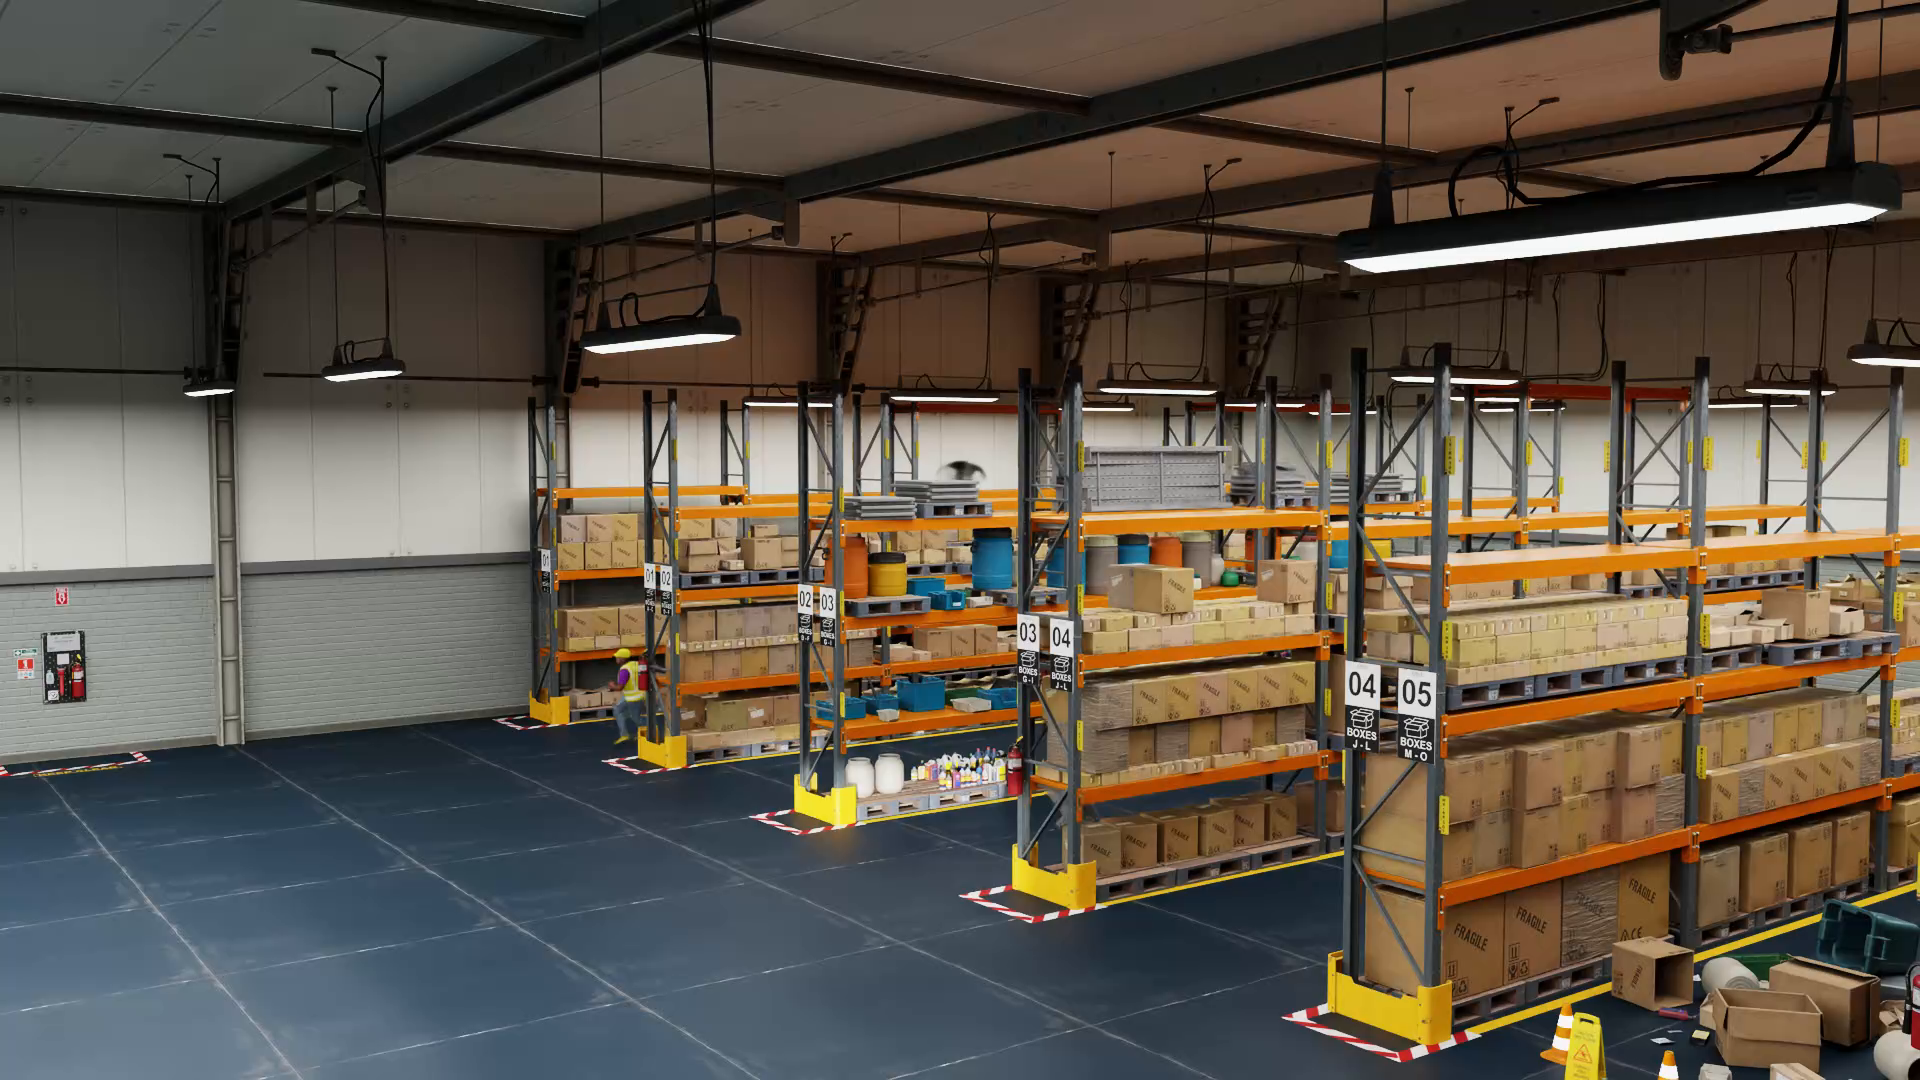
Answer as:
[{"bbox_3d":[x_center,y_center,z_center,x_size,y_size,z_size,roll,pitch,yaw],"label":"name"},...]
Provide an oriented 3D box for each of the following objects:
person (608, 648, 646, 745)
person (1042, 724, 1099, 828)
[{"bbox_3d":[-5.584,2.643,28.153,0.726,1.664,0.835,-1,3,-11],"label":"person"},{"bbox_3d":[1.491,3.116,22.111,1.076,1.442,0.540,-2,4,-35],"label":"person"}]
